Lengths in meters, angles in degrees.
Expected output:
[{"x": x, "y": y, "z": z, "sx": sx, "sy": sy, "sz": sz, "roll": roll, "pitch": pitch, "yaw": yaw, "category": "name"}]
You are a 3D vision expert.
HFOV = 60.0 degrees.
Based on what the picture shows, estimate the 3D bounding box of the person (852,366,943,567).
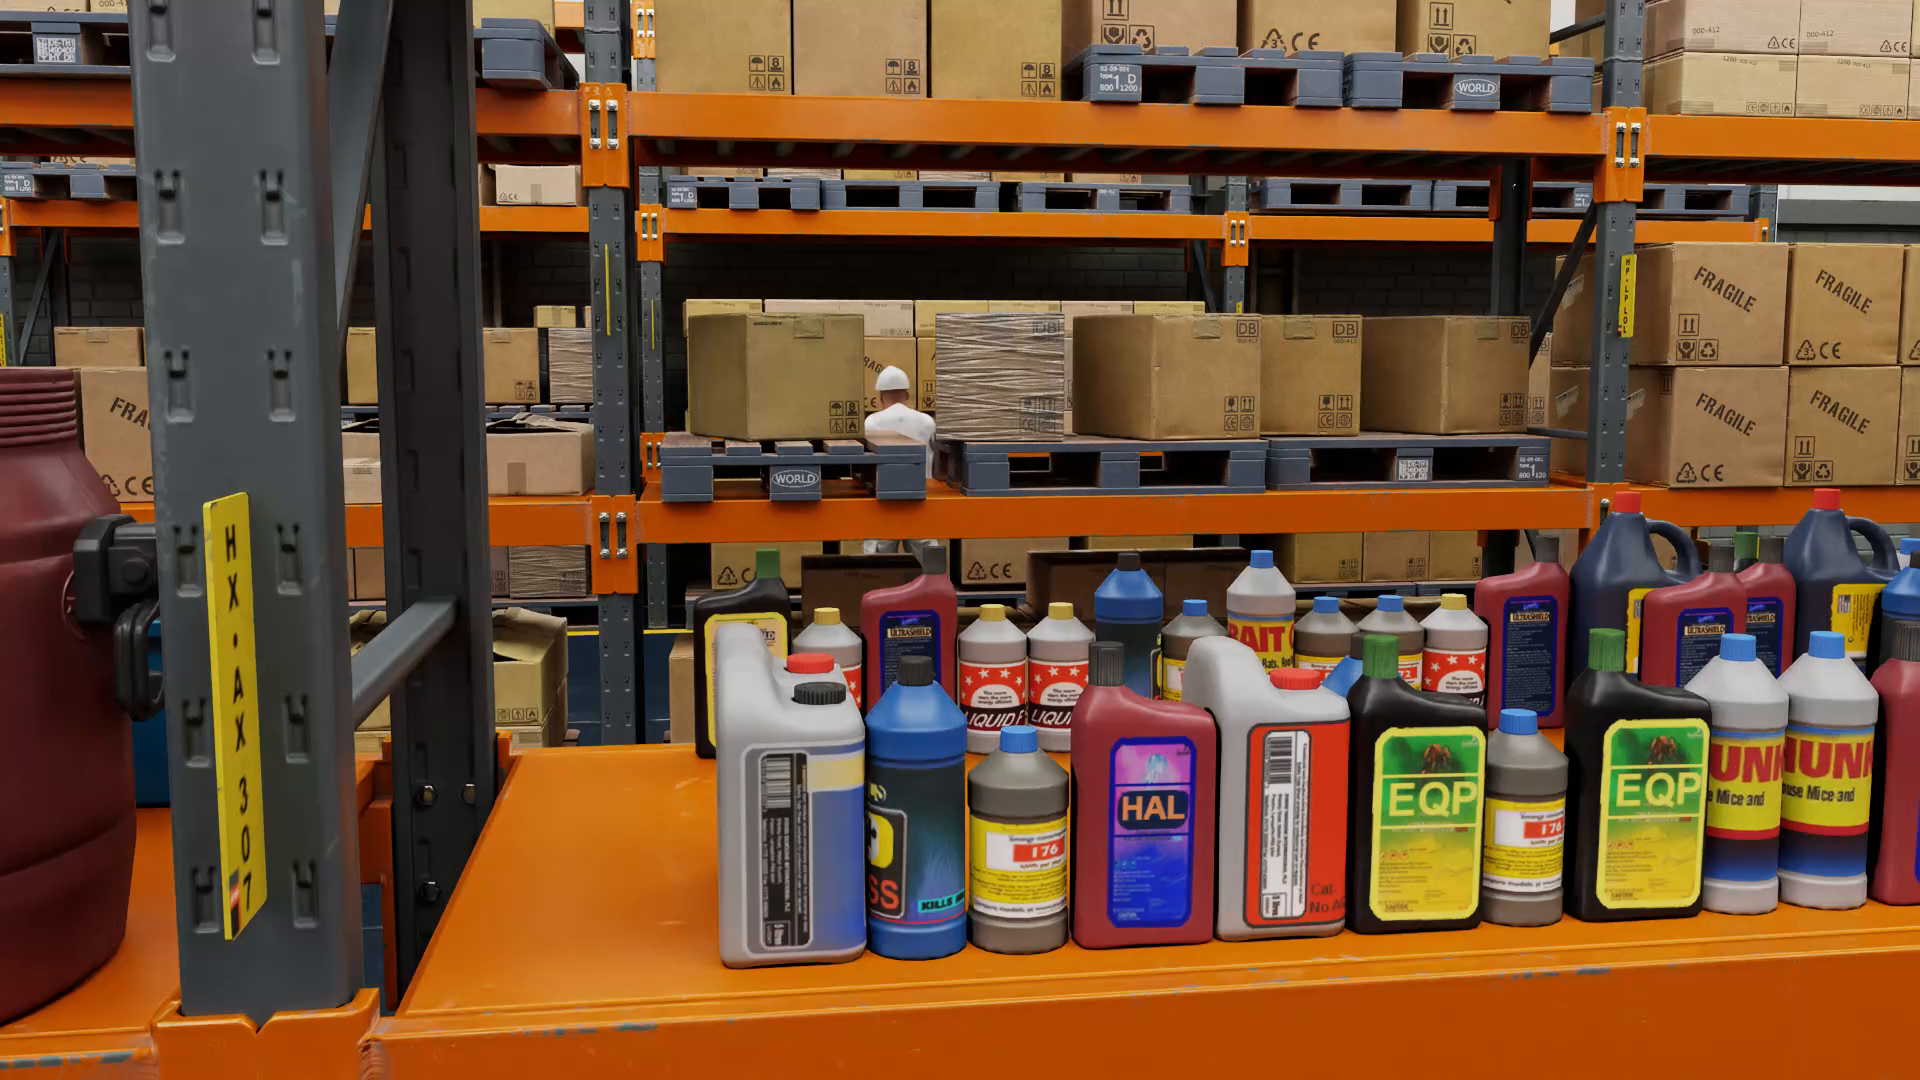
[{"x": -0.361, "y": -0.135, "z": 9.857, "sx": 0.606, "sy": 1.777, "sz": 0.454, "roll": -1, "pitch": 7, "yaw": -11, "category": "person"}]
